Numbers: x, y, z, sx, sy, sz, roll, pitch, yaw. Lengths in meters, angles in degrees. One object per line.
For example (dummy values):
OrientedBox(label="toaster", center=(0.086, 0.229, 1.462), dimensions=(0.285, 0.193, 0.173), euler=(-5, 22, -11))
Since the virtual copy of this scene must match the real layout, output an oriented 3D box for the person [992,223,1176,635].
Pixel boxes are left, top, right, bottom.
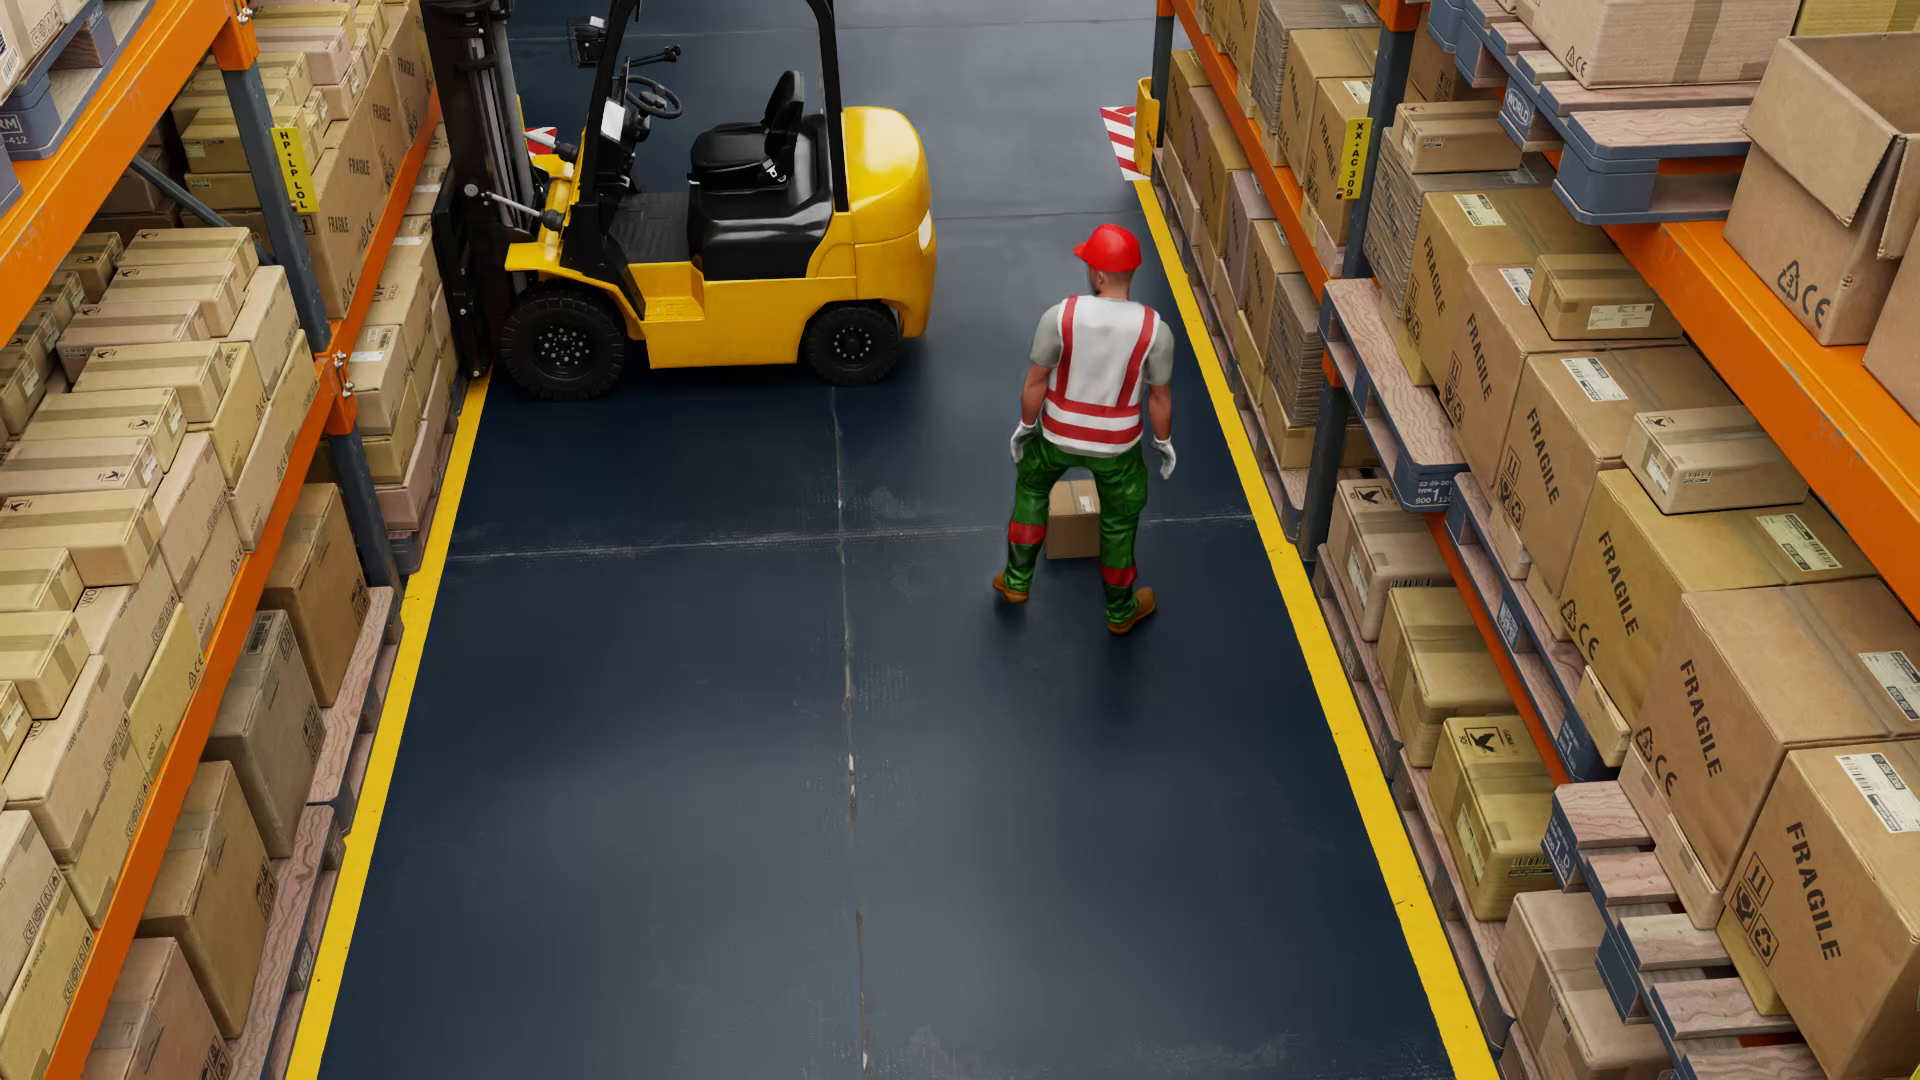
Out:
OrientedBox(label="person", center=(0.501, -0.426, 6.640), dimensions=(0.737, 1.781, 0.390), euler=(9, 40, 12))
